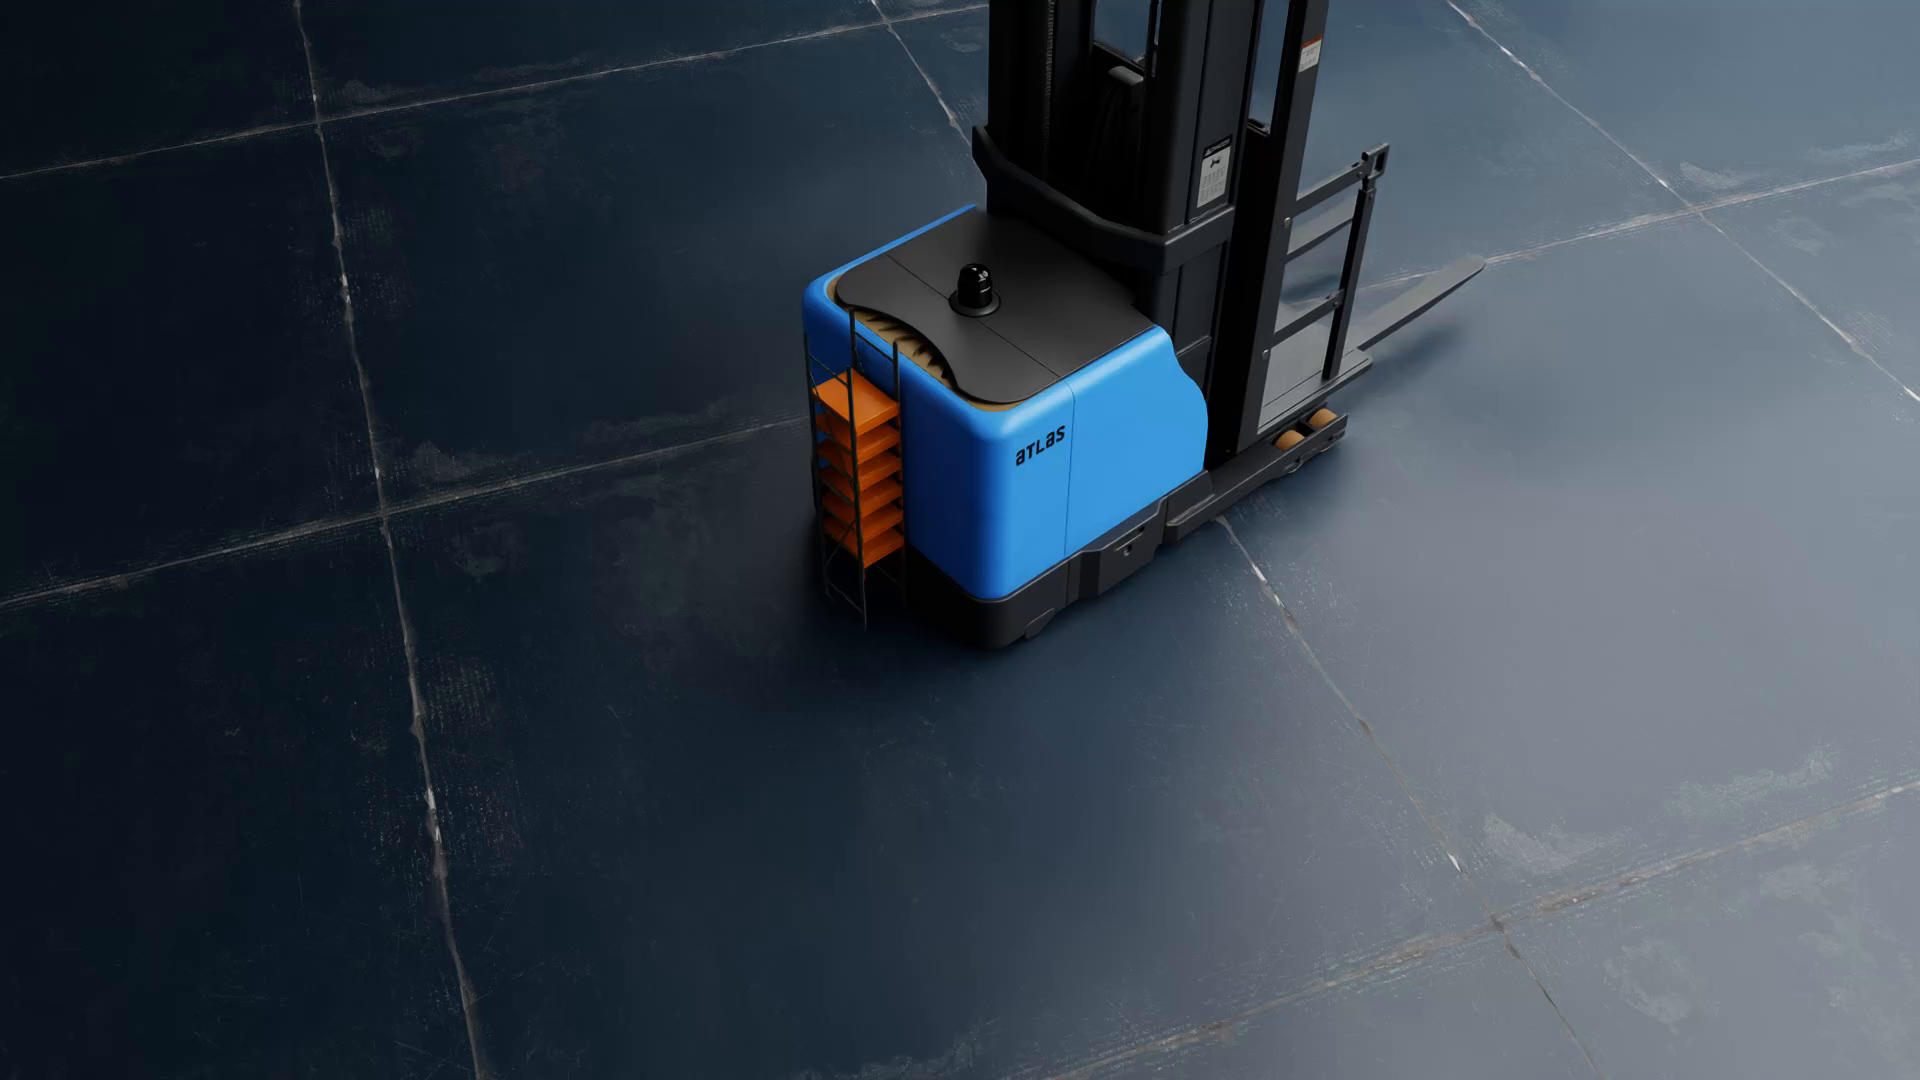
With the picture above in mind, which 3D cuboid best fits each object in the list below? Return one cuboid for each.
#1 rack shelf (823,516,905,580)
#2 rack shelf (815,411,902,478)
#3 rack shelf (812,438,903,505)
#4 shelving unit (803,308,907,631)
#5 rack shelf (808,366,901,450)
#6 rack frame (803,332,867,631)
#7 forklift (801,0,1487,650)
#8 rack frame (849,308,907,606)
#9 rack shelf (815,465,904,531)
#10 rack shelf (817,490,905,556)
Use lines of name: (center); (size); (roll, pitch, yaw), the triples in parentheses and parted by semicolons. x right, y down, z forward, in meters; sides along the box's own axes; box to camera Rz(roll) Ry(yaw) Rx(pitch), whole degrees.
rack shelf: (-0.342, -0.005, 5.810); (0.180, 0.103, 0.258); (-31, 53, -27)
rack shelf: (-0.342, -0.344, 5.470); (0.180, 0.103, 0.258); (-31, 53, -27)
rack shelf: (-0.342, -0.260, 5.555); (0.180, 0.103, 0.258); (-31, 53, -27)
shelving unit: (-0.342, -0.206, 5.608); (0.189, 1.200, 0.258); (-31, 53, -27)
rack shelf: (-0.342, -0.429, 5.385); (0.180, 0.103, 0.258); (-31, 53, -27)
rack frame: (-0.411, -0.164, 5.566); (0.006, 1.200, 0.240); (-31, 53, -27)
forklift: (0.895, -1.553, 5.728); (3.031, 2.935, 1.130); (-31, 53, -27)
rack frame: (-0.273, -0.249, 5.651); (0.006, 1.200, 0.240); (-31, 53, -27)
rack shelf: (-0.342, -0.175, 5.640); (0.180, 0.103, 0.258); (-31, 53, -27)
rack shelf: (-0.342, -0.090, 5.725); (0.180, 0.103, 0.258); (-31, 53, -27)
